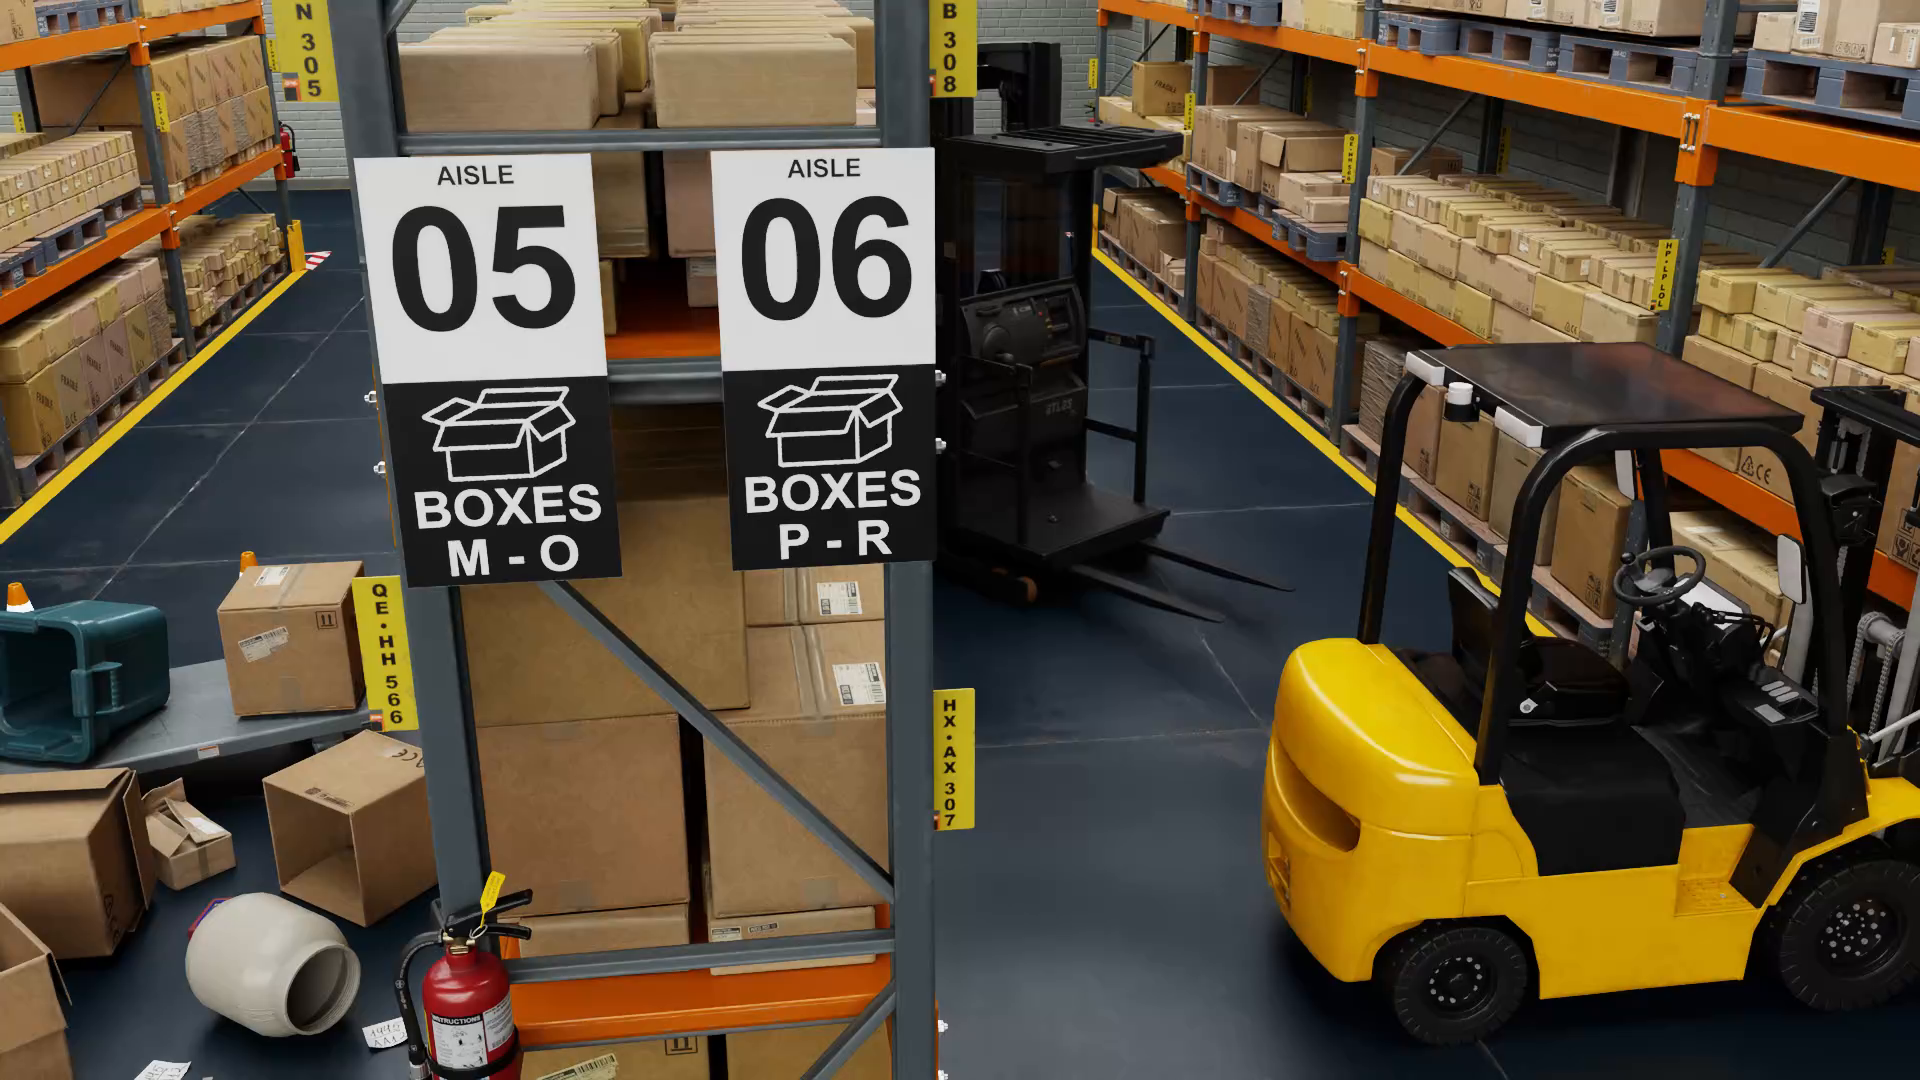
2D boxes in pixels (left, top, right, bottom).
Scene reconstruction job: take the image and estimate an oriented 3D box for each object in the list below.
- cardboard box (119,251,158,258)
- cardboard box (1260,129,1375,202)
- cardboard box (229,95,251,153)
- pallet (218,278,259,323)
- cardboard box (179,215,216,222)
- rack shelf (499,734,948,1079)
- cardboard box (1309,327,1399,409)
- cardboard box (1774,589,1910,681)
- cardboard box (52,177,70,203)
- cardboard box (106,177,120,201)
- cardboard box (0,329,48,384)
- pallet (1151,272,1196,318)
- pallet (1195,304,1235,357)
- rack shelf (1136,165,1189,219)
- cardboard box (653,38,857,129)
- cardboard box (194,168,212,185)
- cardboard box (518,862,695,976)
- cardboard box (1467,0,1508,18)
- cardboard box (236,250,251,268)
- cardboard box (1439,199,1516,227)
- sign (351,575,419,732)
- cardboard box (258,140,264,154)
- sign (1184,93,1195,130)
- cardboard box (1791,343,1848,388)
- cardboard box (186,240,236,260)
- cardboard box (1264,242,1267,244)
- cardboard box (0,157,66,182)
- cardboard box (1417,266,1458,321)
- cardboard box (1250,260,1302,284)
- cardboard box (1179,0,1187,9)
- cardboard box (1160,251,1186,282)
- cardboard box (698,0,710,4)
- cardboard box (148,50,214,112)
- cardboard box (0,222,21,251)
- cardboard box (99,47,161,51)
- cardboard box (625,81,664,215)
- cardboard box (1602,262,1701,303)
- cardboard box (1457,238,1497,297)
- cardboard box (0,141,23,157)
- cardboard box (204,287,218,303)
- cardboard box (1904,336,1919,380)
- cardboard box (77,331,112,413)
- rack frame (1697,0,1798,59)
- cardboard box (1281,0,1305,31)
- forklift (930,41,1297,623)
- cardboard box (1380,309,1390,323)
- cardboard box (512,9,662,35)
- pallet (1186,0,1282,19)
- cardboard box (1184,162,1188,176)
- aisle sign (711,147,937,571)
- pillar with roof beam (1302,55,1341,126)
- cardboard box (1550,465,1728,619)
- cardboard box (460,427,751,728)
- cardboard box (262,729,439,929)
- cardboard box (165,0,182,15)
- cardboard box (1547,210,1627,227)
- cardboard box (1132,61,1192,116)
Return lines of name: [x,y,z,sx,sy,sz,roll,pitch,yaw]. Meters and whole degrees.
cardboard box: [-7.688,-2.583,15.469,0.380,0.149,0.250,-4,21,-10]
cardboard box: [2.783,-2.930,13.026,0.797,0.503,0.637,-3,21,-9]
cardboard box: [-7.275,-4.053,16.212,0.500,0.500,0.500,-3,21,-8]
pallet: [-7.481,-2.326,16.141,1.003,0.211,1.213,-3,21,-8]
cardboard box: [-8.007,-3.304,17.400,0.380,0.149,0.250,-4,21,-10]
rack shelf: [-0.845,0.537,5.520,1.077,0.370,4.000,-3,21,-8]
cardboard box: [2.928,-1.290,12.357,0.500,0.500,0.500,-2,21,-6]
cardboard box: [3.684,0.411,6.728,0.500,0.250,0.500,-2,21,-6]
cardboard box: [-6.694,-2.528,12.031,0.380,0.149,0.250,-2,21,-6]
cardboard box: [-6.845,-2.753,13.059,0.380,0.149,0.250,-3,21,-8]
cardboard box: [-6.453,-1.221,11.098,0.500,0.250,0.500,-4,21,-10]
pallet: [2.527,-2.446,16.462,1.003,0.211,1.213,-3,21,-8]
pallet: [2.780,-1.928,15.077,1.003,0.211,1.213,-3,21,-8]
rack shelf: [2.337,-3.870,17.318,1.077,0.370,4.000,-3,21,-8]
cardboard box: [-0.406,-0.902,3.276,0.380,0.149,0.250,-3,21,-8]
cardboard box: [-7.093,-3.335,15.218,0.380,0.149,0.250,-3,21,-7]
cardboard box: [-0.822,0.891,3.902,0.380,0.149,0.250,-2,21,-6]
cardboard box: [3.212,-3.209,9.348,0.500,0.500,0.500,-2,21,-6]
cardboard box: [-7.205,-2.747,16.333,0.380,0.149,0.250,-2,21,-5]
cardboard box: [3.174,-1.999,10.212,0.380,0.149,0.250,-3,21,-7]
sign: [-1.108,0.223,3.226,0.100,0.325,0.005,-3,21,-8]
cardboard box: [-7.421,-4.058,17.154,0.380,0.149,0.250,-3,21,-8]
sign: [2.089,-3.890,15.106,0.100,0.325,0.005,-3,21,-8]
cardboard box: [3.630,-0.704,6.743,0.380,0.149,0.250,-2,21,-7]
cardboard box: [-7.215,-2.790,16.023,0.380,0.149,0.250,-3,21,-7]
cardboard box: [2.964,-2.731,15.286,0.380,0.149,0.250,-4,21,-10]
cardboard box: [-6.692,-2.662,11.965,0.380,0.149,0.250,-3,21,-9]
cardboard box: [3.173,-1.541,10.268,0.500,0.250,0.500,-4,21,-10]
cardboard box: [2.664,-2.257,14.018,0.380,0.149,0.250,-2,21,-6]
cardboard box: [2.249,-4.996,15.378,0.380,0.149,0.250,-3,21,-8]
cardboard box: [2.203,-2.732,16.550,0.396,0.266,0.258,-2,21,-6]
cardboard box: [-0.618,-1.609,5.170,0.380,0.149,0.250,-3,21,-7]
cardboard box: [-7.126,-4.156,15.058,0.500,0.500,0.500,-3,21,-7]
cardboard box: [-6.536,-2.023,11.105,0.380,0.149,0.250,-2,21,-5]
cardboard box: [-7.736,-4.317,15.489,0.500,0.500,0.500,-4,21,-9]
cardboard box: [-0.955,-0.920,3.896,0.500,0.250,0.500,-3,21,-8]
cardboard box: [3.454,-1.290,8.314,0.380,0.149,0.250,-3,21,-9]
cardboard box: [3.251,-1.596,9.702,0.500,0.250,0.500,-3,21,-7]
cardboard box: [-7.488,-2.991,12.845,0.380,0.149,0.250,-3,21,-7]
cardboard box: [-7.116,-2.242,15.407,0.380,0.149,0.250,-3,21,-9]
cardboard box: [3.795,-0.667,6.220,0.380,0.149,0.250,-3,21,-8]
cardboard box: [-6.597,-1.228,12.189,0.500,0.500,0.500,-3,21,-9]
rack frame: [3.778,-3.555,6.872,1.000,3.000,0.127,-3,21,-8]
cardboard box: [2.742,-3.977,12.504,0.500,0.250,0.500,-3,21,-8]
forklift: [0.514,-1.208,9.261,1.130,2.935,3.031,-19,27,-40]
cardboard box: [3.423,-1.748,12.655,0.380,0.149,0.250,-2,21,-6]
cardboard box: [-0.977,-1.317,4.387,0.380,0.149,0.250,-4,21,-9]
pallet: [2.650,-4.602,14.232,1.213,0.211,1.003,-3,21,-8]
cardboard box: [2.329,-3.494,15.643,0.380,0.149,0.250,-3,21,-7]
aisle sign: [-0.241,-0.320,3.069,0.394,0.787,0.004,-3,21,-8]
pillar with roof beam: [-0.843,-6.394,14.474,9.100,9.000,0.400,-3,21,-8]
cardboard box: [3.692,-0.009,8.746,0.875,0.625,0.625,-2,21,-5]
cardboard box: [-0.846,0.072,3.739,0.700,0.500,0.500,-3,21,-9]
cardboard box: [-2.325,1.117,6.508,0.500,0.500,0.500,12,24,29]
cardboard box: [-7.057,-4.659,14.331,0.500,0.250,0.500,-3,21,-9]
cardboard box: [3.689,-1.847,9.804,0.380,0.149,0.250,-2,21,-6]
cardboard box: [2.064,-4.629,17.041,0.500,0.500,0.500,-2,21,-6]
